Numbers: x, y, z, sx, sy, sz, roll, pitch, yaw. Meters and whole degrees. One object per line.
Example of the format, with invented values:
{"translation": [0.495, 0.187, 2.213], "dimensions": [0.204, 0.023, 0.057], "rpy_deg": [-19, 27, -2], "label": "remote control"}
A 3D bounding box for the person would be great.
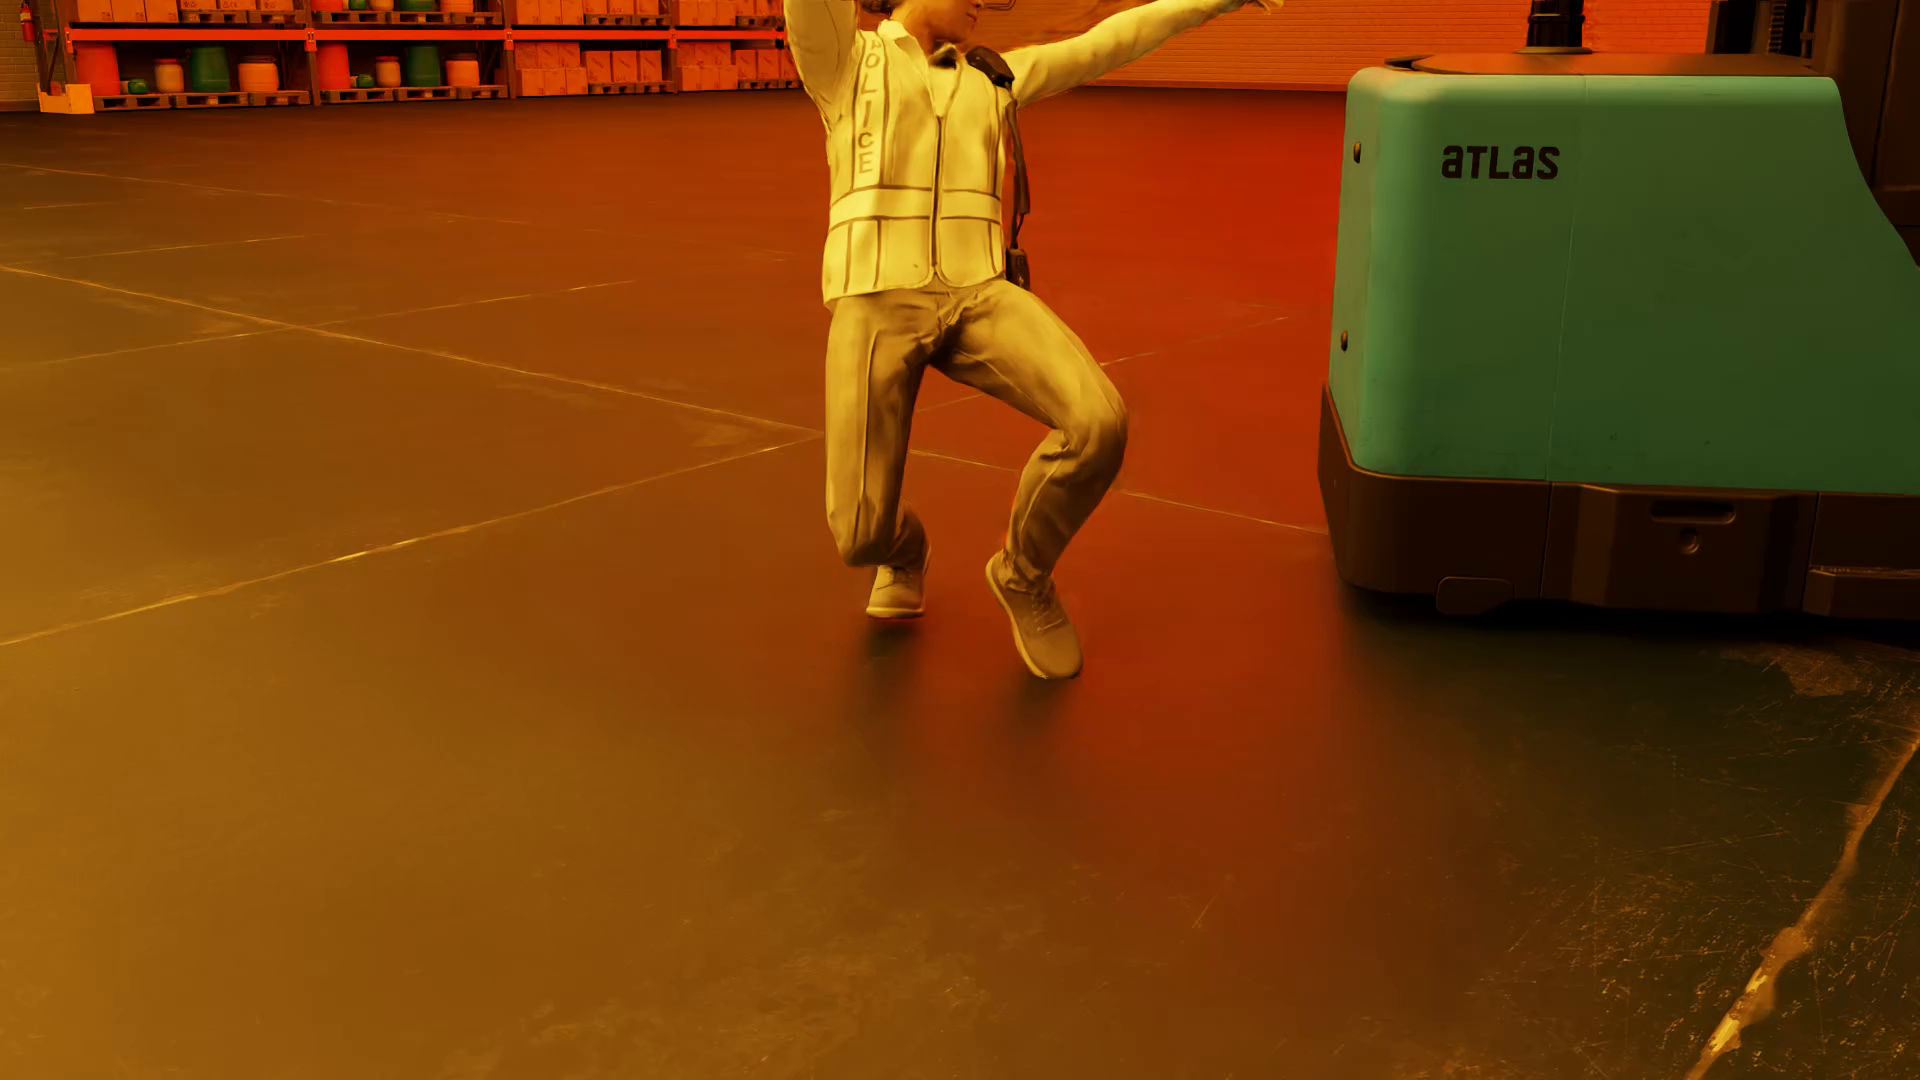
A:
{"translation": [0.190, -0.528, 3.108], "dimensions": [1.022, 1.541, 0.824], "rpy_deg": [-4, 17, -13], "label": "person"}

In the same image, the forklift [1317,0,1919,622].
{"translation": [2.350, -1.316, 3.233], "dimensions": [3.031, 2.935, 1.130], "rpy_deg": [2, 17, 8], "label": "forklift"}
